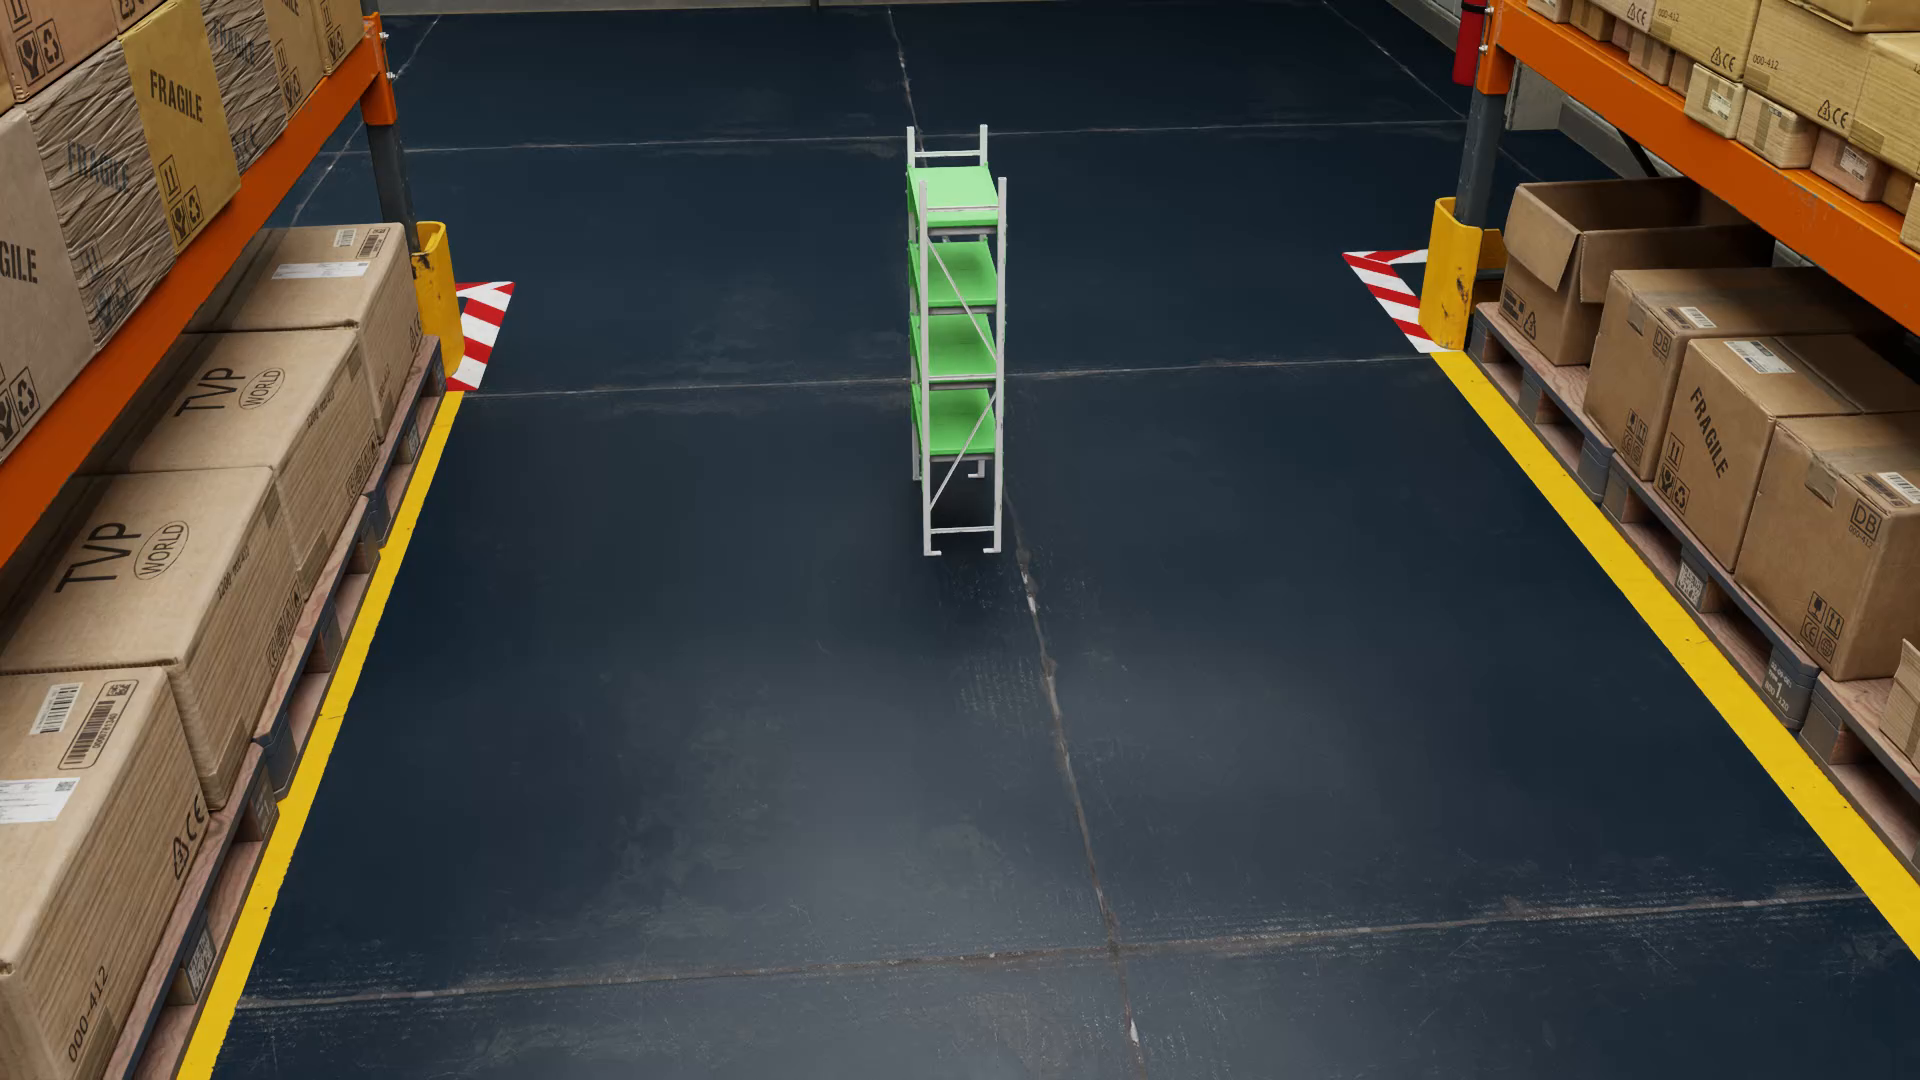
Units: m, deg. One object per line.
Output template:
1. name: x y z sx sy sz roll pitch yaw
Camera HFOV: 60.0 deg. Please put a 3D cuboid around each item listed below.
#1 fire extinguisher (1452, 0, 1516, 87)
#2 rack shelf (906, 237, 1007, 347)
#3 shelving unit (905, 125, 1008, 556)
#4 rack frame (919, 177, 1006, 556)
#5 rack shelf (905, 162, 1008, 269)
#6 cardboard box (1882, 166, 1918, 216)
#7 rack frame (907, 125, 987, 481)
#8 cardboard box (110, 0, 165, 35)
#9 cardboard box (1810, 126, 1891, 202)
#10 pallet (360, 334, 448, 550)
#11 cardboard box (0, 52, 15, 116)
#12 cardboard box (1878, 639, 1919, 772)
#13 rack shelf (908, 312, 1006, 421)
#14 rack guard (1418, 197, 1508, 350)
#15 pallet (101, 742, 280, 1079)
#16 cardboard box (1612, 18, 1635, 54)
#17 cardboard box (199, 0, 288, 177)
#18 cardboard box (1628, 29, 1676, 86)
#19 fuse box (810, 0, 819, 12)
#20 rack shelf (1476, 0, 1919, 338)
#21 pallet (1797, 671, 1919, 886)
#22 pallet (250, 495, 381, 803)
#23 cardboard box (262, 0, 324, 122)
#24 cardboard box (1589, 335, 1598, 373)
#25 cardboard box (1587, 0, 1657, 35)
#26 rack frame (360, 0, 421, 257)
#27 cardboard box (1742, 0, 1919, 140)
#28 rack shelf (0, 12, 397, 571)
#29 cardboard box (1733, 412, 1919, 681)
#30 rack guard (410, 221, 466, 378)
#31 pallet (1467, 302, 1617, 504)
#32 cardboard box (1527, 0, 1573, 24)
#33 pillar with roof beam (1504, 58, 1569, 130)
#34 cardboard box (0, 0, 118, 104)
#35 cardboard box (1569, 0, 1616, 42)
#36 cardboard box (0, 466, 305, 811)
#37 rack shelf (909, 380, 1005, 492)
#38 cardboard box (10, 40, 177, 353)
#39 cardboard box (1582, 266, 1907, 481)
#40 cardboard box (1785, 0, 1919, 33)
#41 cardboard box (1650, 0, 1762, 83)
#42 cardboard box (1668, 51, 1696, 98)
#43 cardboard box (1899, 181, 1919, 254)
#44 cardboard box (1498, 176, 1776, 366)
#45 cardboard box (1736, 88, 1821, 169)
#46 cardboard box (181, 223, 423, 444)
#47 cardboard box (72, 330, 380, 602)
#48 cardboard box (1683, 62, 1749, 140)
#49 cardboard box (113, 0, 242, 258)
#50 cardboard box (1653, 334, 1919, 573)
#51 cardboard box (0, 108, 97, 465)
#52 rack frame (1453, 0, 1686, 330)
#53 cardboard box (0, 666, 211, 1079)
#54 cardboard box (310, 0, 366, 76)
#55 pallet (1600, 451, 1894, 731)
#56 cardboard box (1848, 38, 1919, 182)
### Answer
1. fire extinguisher: 1.964 -2.039 6.177 0.296 0.674 0.183 -3 31 -5
2. rack shelf: -0.016 -0.751 4.994 0.258 0.148 0.480 -3 31 -5
3. shelving unit: -0.015 -0.600 5.084 0.258 1.200 0.503 -3 31 -5
4. rack frame: 0.007 -0.475 4.875 0.240 1.200 0.015 -3 31 -5
5. rack shelf: -0.016 -0.957 4.870 0.258 0.148 0.480 -3 31 -5
6. cardboard box: 2.474 -0.844 3.983 0.380 0.149 0.250 -2 31 -4
7. rack frame: -0.038 -0.724 5.292 0.240 1.200 0.015 -3 31 -5
8. cardboard box: -2.056 -1.402 3.599 0.500 0.500 0.500 -3 31 -5
9. cardboard box: 2.404 -0.968 4.191 0.380 0.149 0.250 -3 31 -5
10. pallet: -2.351 -0.337 5.609 1.003 0.211 1.213 -3 31 -5
11. cardboard box: -1.974 -0.882 2.729 0.500 0.500 0.500 -3 31 -5
12. cardboard box: 2.434 0.404 3.905 0.396 0.266 0.258 -2 31 -3
13. rack shelf: -0.015 -0.545 5.117 0.258 0.148 0.480 -3 31 -5
14. rack guard: 2.445 -1.067 6.549 1.175 0.500 0.348 -3 31 -5
15. pallet: -2.123 0.908 3.524 1.003 0.211 1.213 -3 31 -5
16. cardboard box: 2.324 -1.630 5.299 0.380 0.149 0.250 -3 31 -5
17. cardboard box: -2.106 -1.229 4.286 0.500 0.500 0.500 -2 31 -3
18. cardboard box: 2.287 -1.498 5.078 0.380 0.149 0.250 -2 31 -3
19. fuse box: -0.949 -4.290 10.763 0.539 1.711 0.414 -3 31 -5
20. rack shelf: 2.625 -0.849 4.448 1.077 0.370 4.000 -3 31 -5
21. pallet: 2.748 0.710 3.856 1.003 0.211 1.213 -3 31 -5
22. pallet: -2.240 0.284 4.569 1.003 0.211 1.213 -3 31 -5
23. cardboard box: -2.163 -1.492 4.724 0.500 0.500 0.500 -3 31 -6
24. cardboard box: 2.402 -0.600 5.699 0.380 0.149 0.250 -4 31 -7
25. cardboard box: 2.259 -1.740 5.095 0.500 0.250 0.500 -2 31 -4
26. rack frame: -2.504 -1.939 5.571 1.000 3.000 0.127 -3 31 -5
27. cardboard box: 2.379 -1.222 4.226 0.500 0.250 0.500 -4 31 -6
28. rack shelf: -2.317 -0.609 4.046 1.077 0.370 4.000 -3 31 -5
29. cardboard box: 2.539 -0.001 4.354 0.700 0.500 0.500 -4 31 -6
30. rack guard: -2.506 -0.878 6.233 1.175 0.500 0.348 -3 31 -5
31. pallet: 2.520 -0.536 5.941 1.003 0.211 1.213 -3 31 -5
32. cardboard box: 2.195 -1.890 5.734 0.380 0.149 0.250 -3 31 -5
33. pillar with roof beam: -1.203 -5.968 6.466 9.100 9.000 0.400 -3 31 -5
34. cardboard box: -2.011 -1.144 3.168 0.500 0.500 0.500 -2 31 -4
35. cardboard box: 2.265 -1.762 5.520 0.380 0.149 0.250 -2 31 -3
36. cardboard box: -2.166 0.240 4.012 0.875 0.438 0.875 -4 31 -6
37. rack shelf: -0.015 -0.339 5.240 0.258 0.148 0.480 -3 31 -5
38. cardboard box: -1.996 -0.703 3.405 0.500 0.500 0.500 -3 31 -4
39. cardboard box: 2.442 -0.531 5.242 0.700 0.500 0.500 -2 31 -3
40. cardboard box: 2.352 -1.554 4.051 0.500 0.500 0.500 -2 31 -3
41. cardboard box: 2.310 -1.482 4.662 0.500 0.250 0.500 -3 31 -6
42. cardboard box: 2.317 -1.363 4.851 0.380 0.149 0.250 -2 31 -4
43. cardboard box: 2.387 -0.707 3.754 0.380 0.149 0.250 -3 31 -5
44. cardboard box: 2.401 -0.971 5.975 0.797 0.503 0.637 -4 31 -7
45. cardboard box: 2.311 -1.096 4.406 0.380 0.149 0.250 -2 31 -3
46. cardboard box: -2.343 -0.687 5.565 0.875 0.438 0.875 -4 31 -6
47. cardboard box: -2.249 -0.220 4.783 0.875 0.438 0.875 -2 31 -3
48. cardboard box: 2.266 -1.230 4.629 0.380 0.149 0.250 -4 31 -6
49. cardboard box: -2.044 -0.966 3.845 0.500 0.500 0.500 -2 31 -3
50. cardboard box: 2.392 -0.256 4.782 0.500 0.500 0.500 -2 31 -4
51. cardboard box: -1.956 -0.449 2.979 0.500 0.500 0.500 -3 31 -4
52. rack frame: 2.438 -2.179 5.973 1.000 3.000 0.127 -3 31 -5
53. cardboard box: -2.082 0.697 3.247 0.875 0.438 0.875 -3 31 -5
54. cardboard box: -2.195 -1.748 5.155 0.500 0.500 0.500 -3 31 -4
55. pallet: 2.631 0.086 4.901 1.003 0.211 1.213 -3 31 -5
56. cardboard box: 2.426 -0.959 3.786 0.500 0.250 0.500 -3 31 -5
